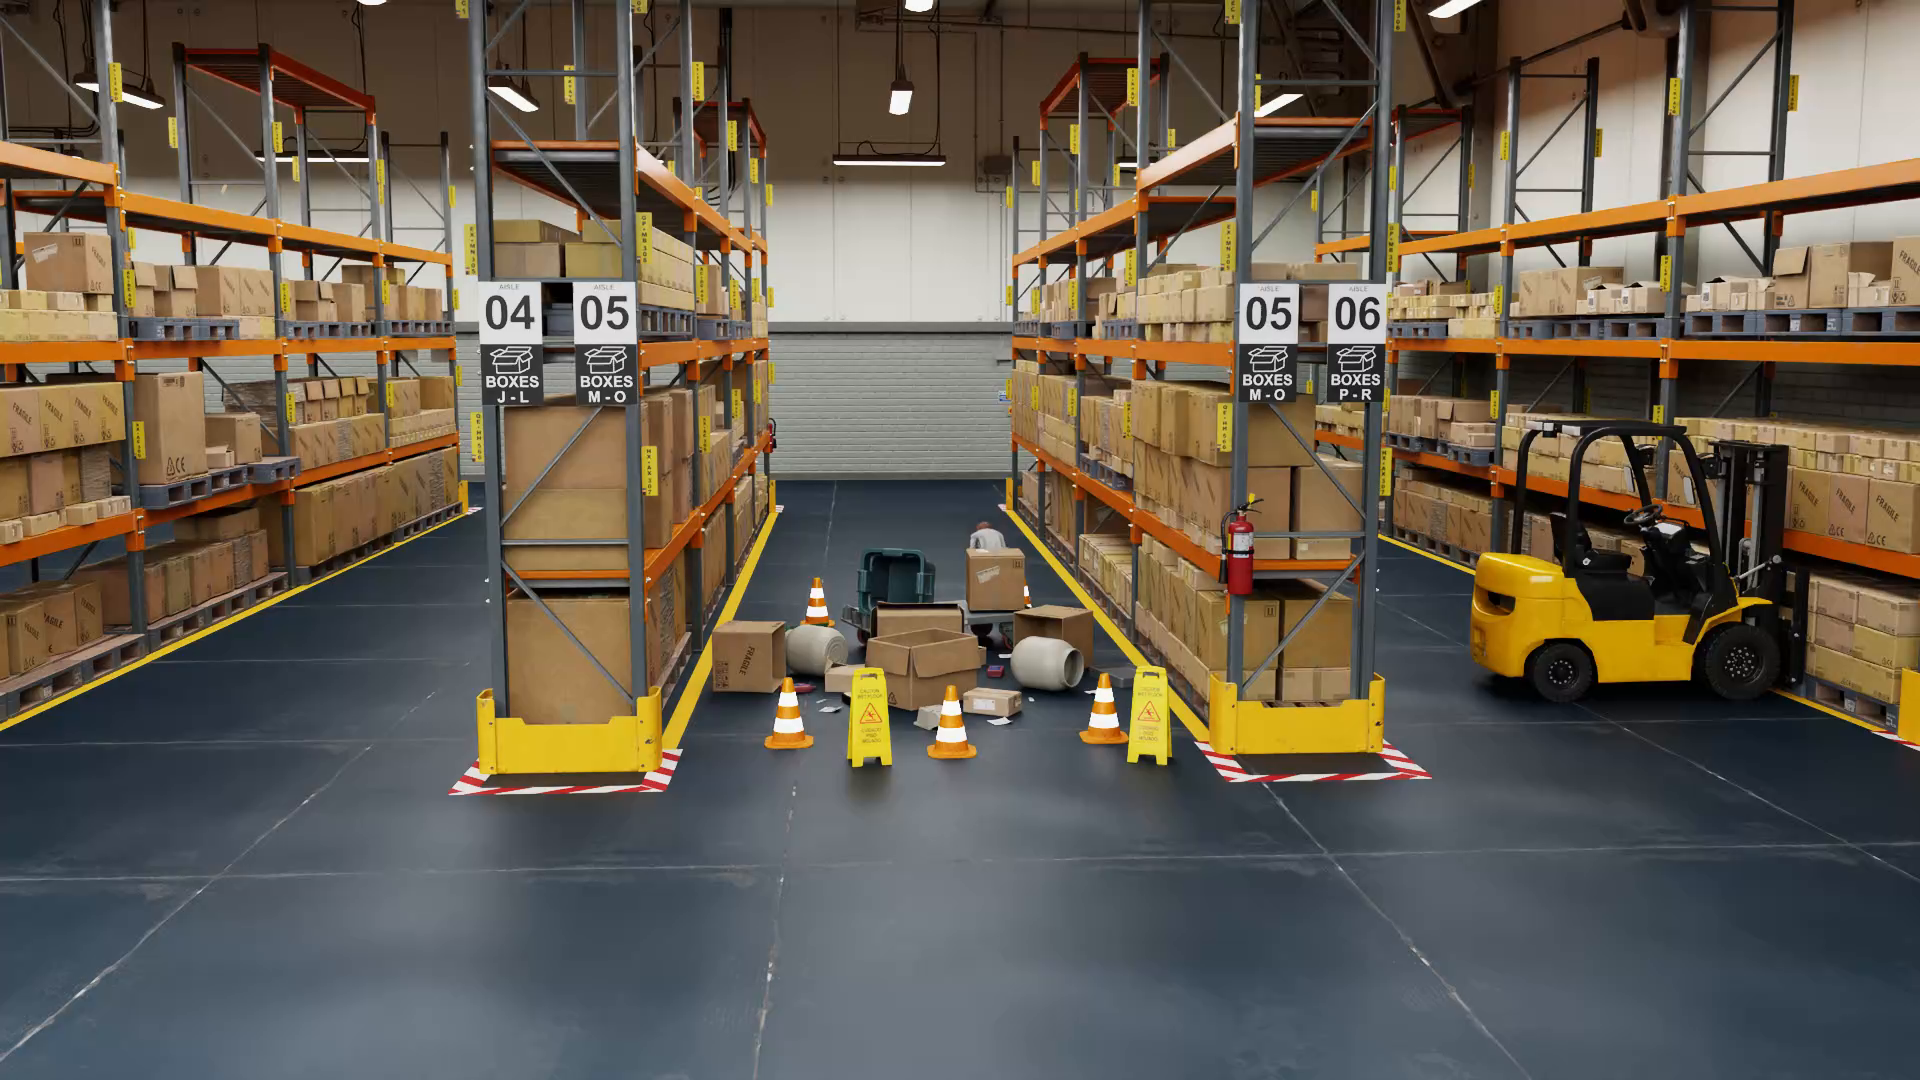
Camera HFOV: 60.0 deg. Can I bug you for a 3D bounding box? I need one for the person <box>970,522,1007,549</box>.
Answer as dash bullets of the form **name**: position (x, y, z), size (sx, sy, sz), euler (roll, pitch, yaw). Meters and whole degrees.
- **person**: position (0.333, 0.229, 18.240), size (0.439, 0.792, 0.803), euler (0, 7, -4)
